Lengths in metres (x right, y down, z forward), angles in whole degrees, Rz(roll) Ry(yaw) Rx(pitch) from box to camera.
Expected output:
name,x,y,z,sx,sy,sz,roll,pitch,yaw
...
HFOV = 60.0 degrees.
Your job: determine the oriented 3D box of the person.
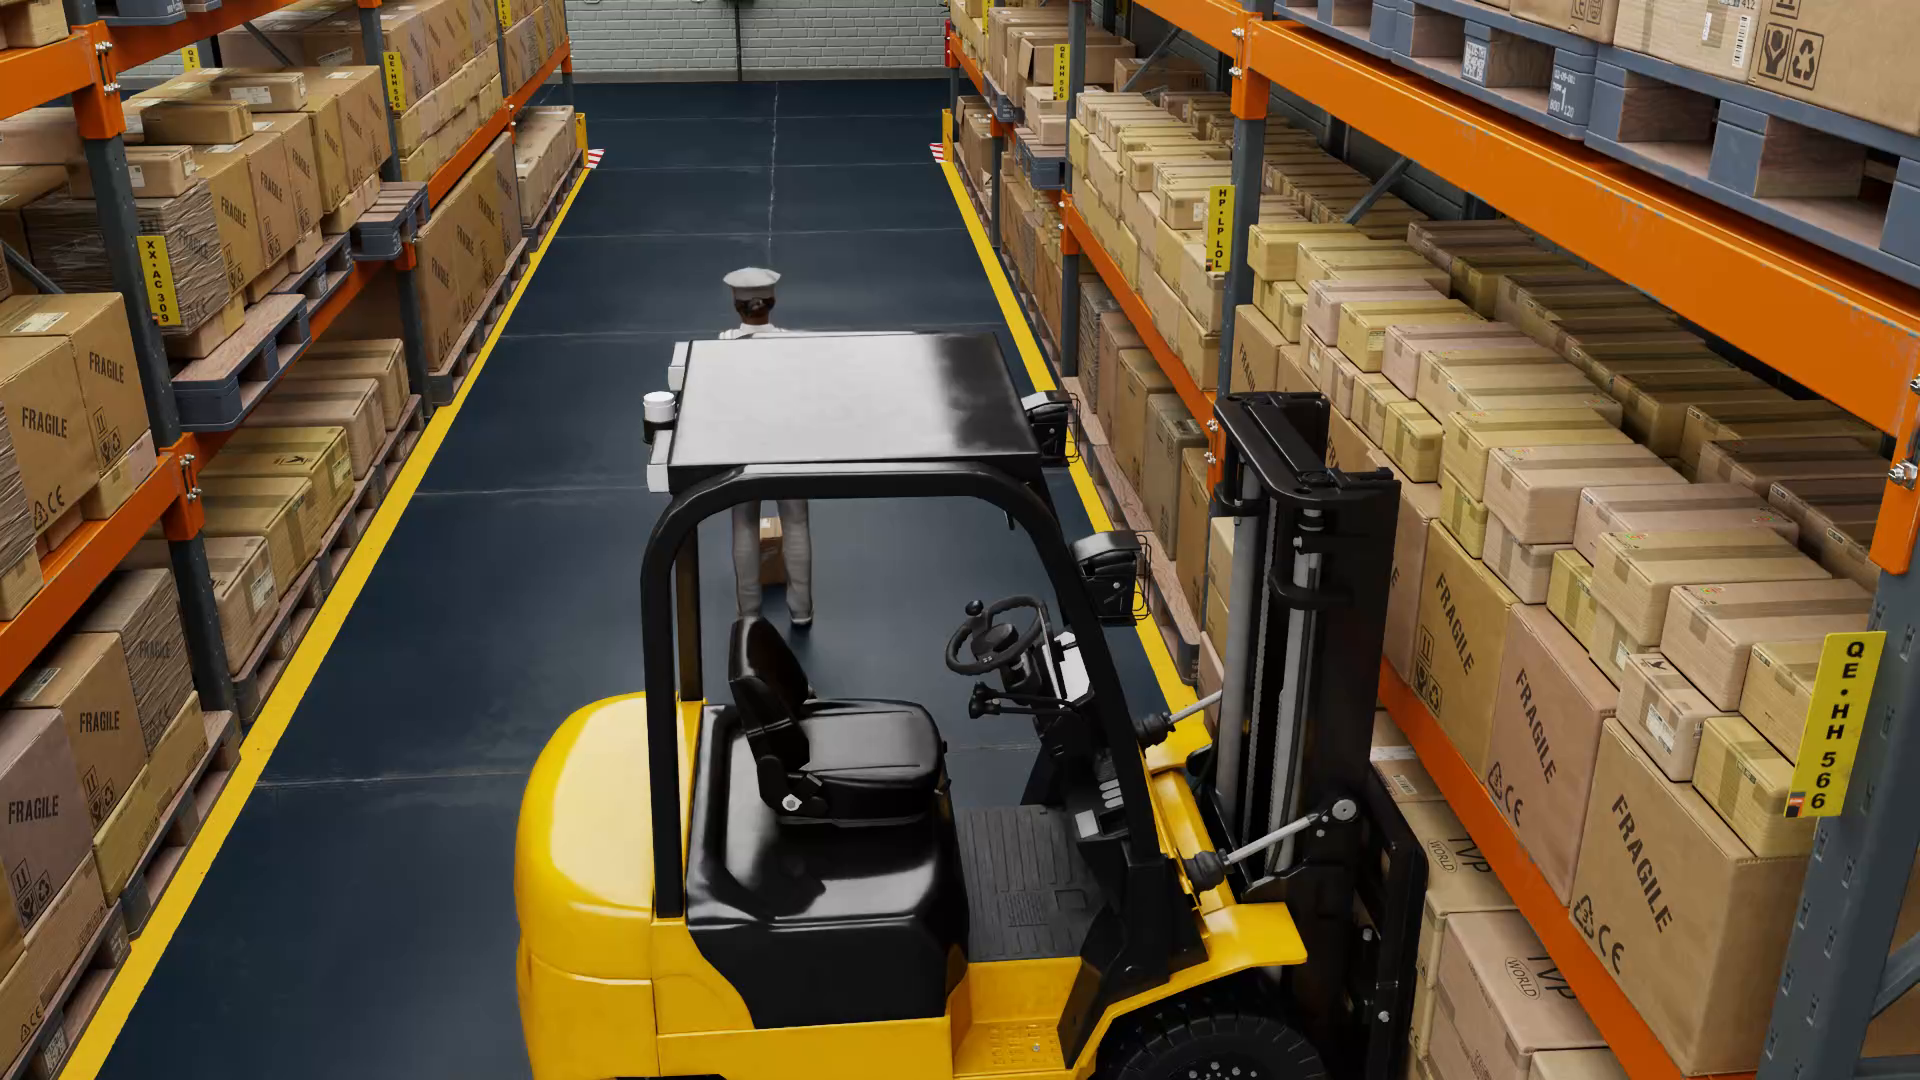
name,x,y,z,sx,sy,sz,roll,pitch,yaw
person,-0.894,-0.398,7.519,0.439,1.659,0.339,-2,24,-4
